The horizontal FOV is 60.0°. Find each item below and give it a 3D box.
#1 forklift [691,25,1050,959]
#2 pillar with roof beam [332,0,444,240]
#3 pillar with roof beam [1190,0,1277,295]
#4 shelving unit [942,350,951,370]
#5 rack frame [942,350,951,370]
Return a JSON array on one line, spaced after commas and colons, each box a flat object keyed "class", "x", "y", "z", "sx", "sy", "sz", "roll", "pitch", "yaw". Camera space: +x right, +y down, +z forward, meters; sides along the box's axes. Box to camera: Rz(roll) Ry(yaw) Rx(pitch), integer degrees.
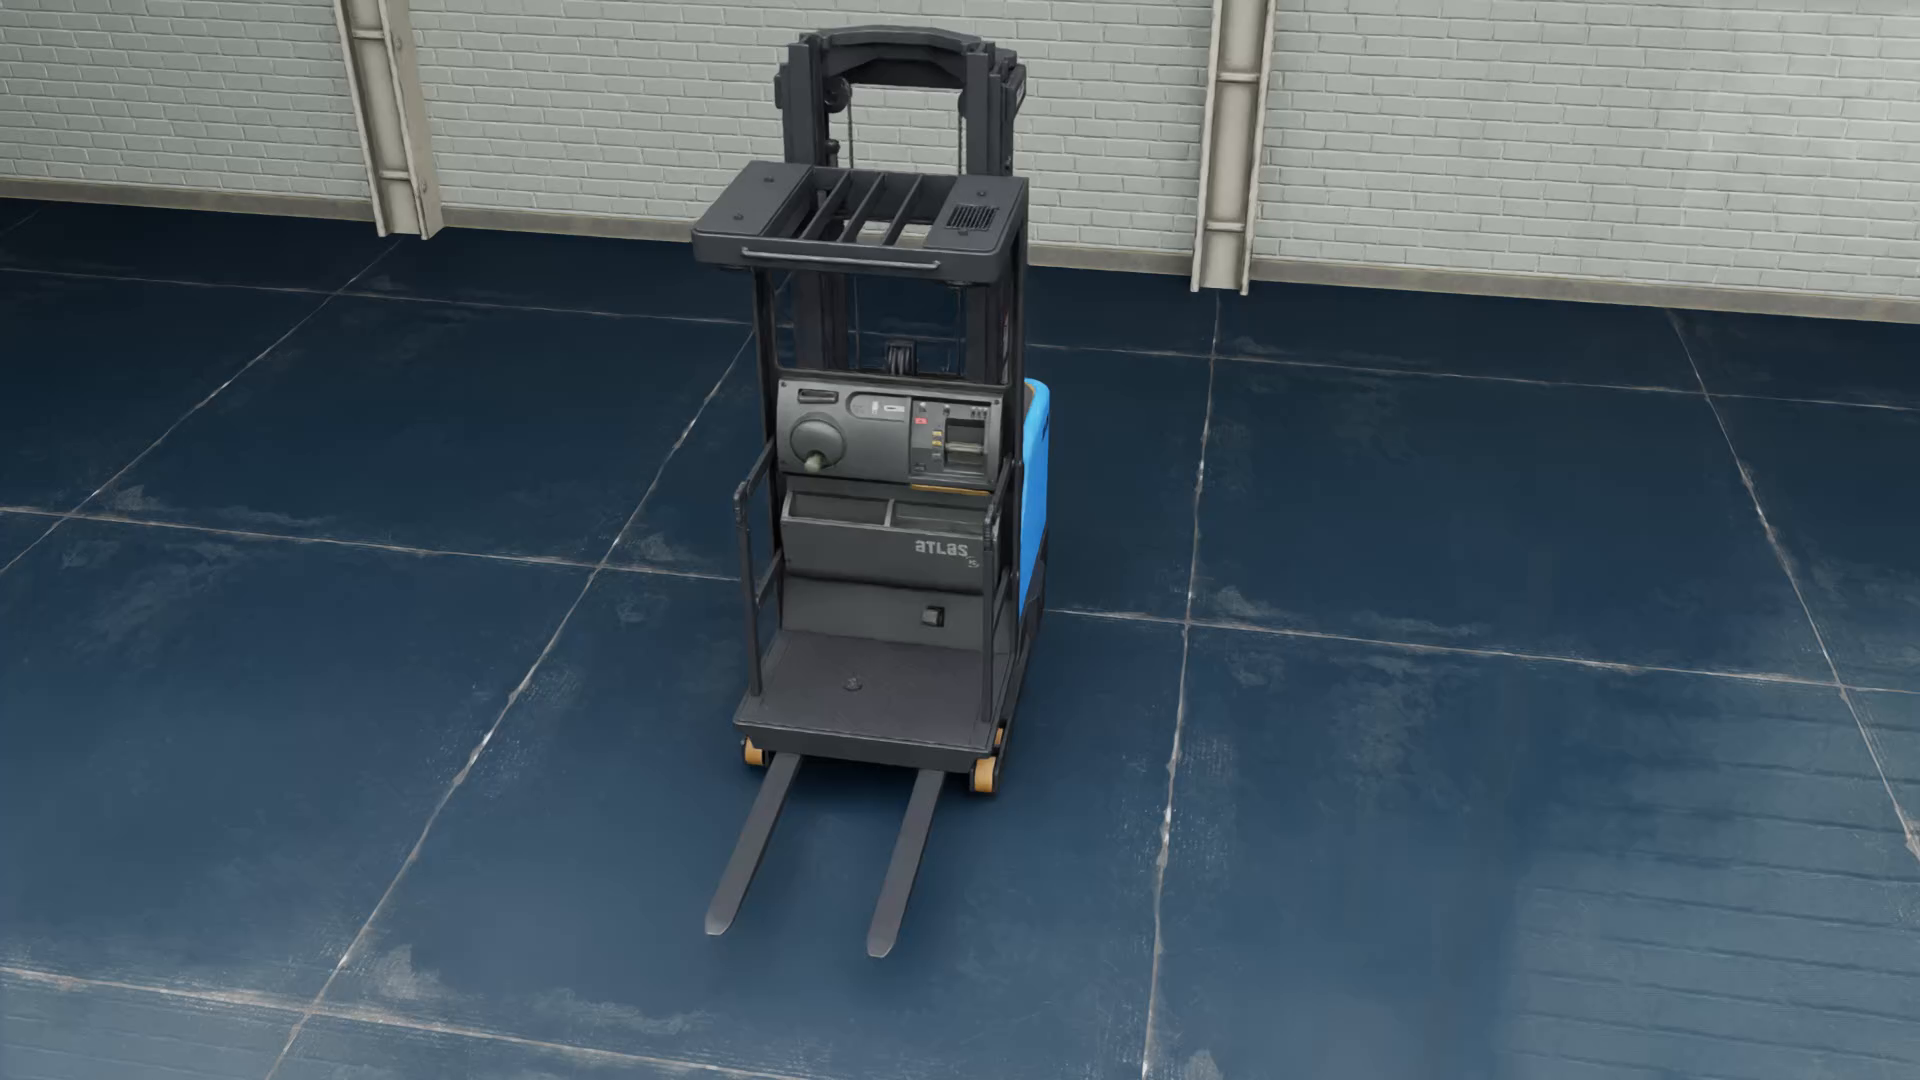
[{"class": "forklift", "x": -0.327, "y": -0.381, "z": 6.597, "sx": 1.130, "sy": 2.935, "sz": 3.031, "roll": 6, "pitch": 32, "yaw": 9}, {"class": "pillar with roof beam", "x": -4.827, "y": -3.881, "z": 6.468, "sx": 0.400, "sy": 9.000, "sz": 9.100, "roll": 5, "pitch": 32, "yaw": 8}, {"class": "pillar with roof beam", "x": 1.087, "y": -3.345, "z": 5.612, "sx": 0.400, "sy": 9.000, "sz": 9.100, "roll": 5, "pitch": 32, "yaw": 8}, {"class": "shelving unit", "x": 0.053, "y": -0.440, "z": 8.464, "sx": 0.252, "sy": 1.050, "sz": 0.215, "roll": 5, "pitch": 32, "yaw": 8}, {"class": "rack frame", "x": -0.068, "y": -0.451, "z": 8.481, "sx": 0.008, "sy": 1.050, "sz": 0.200, "roll": 5, "pitch": 32, "yaw": 8}]
